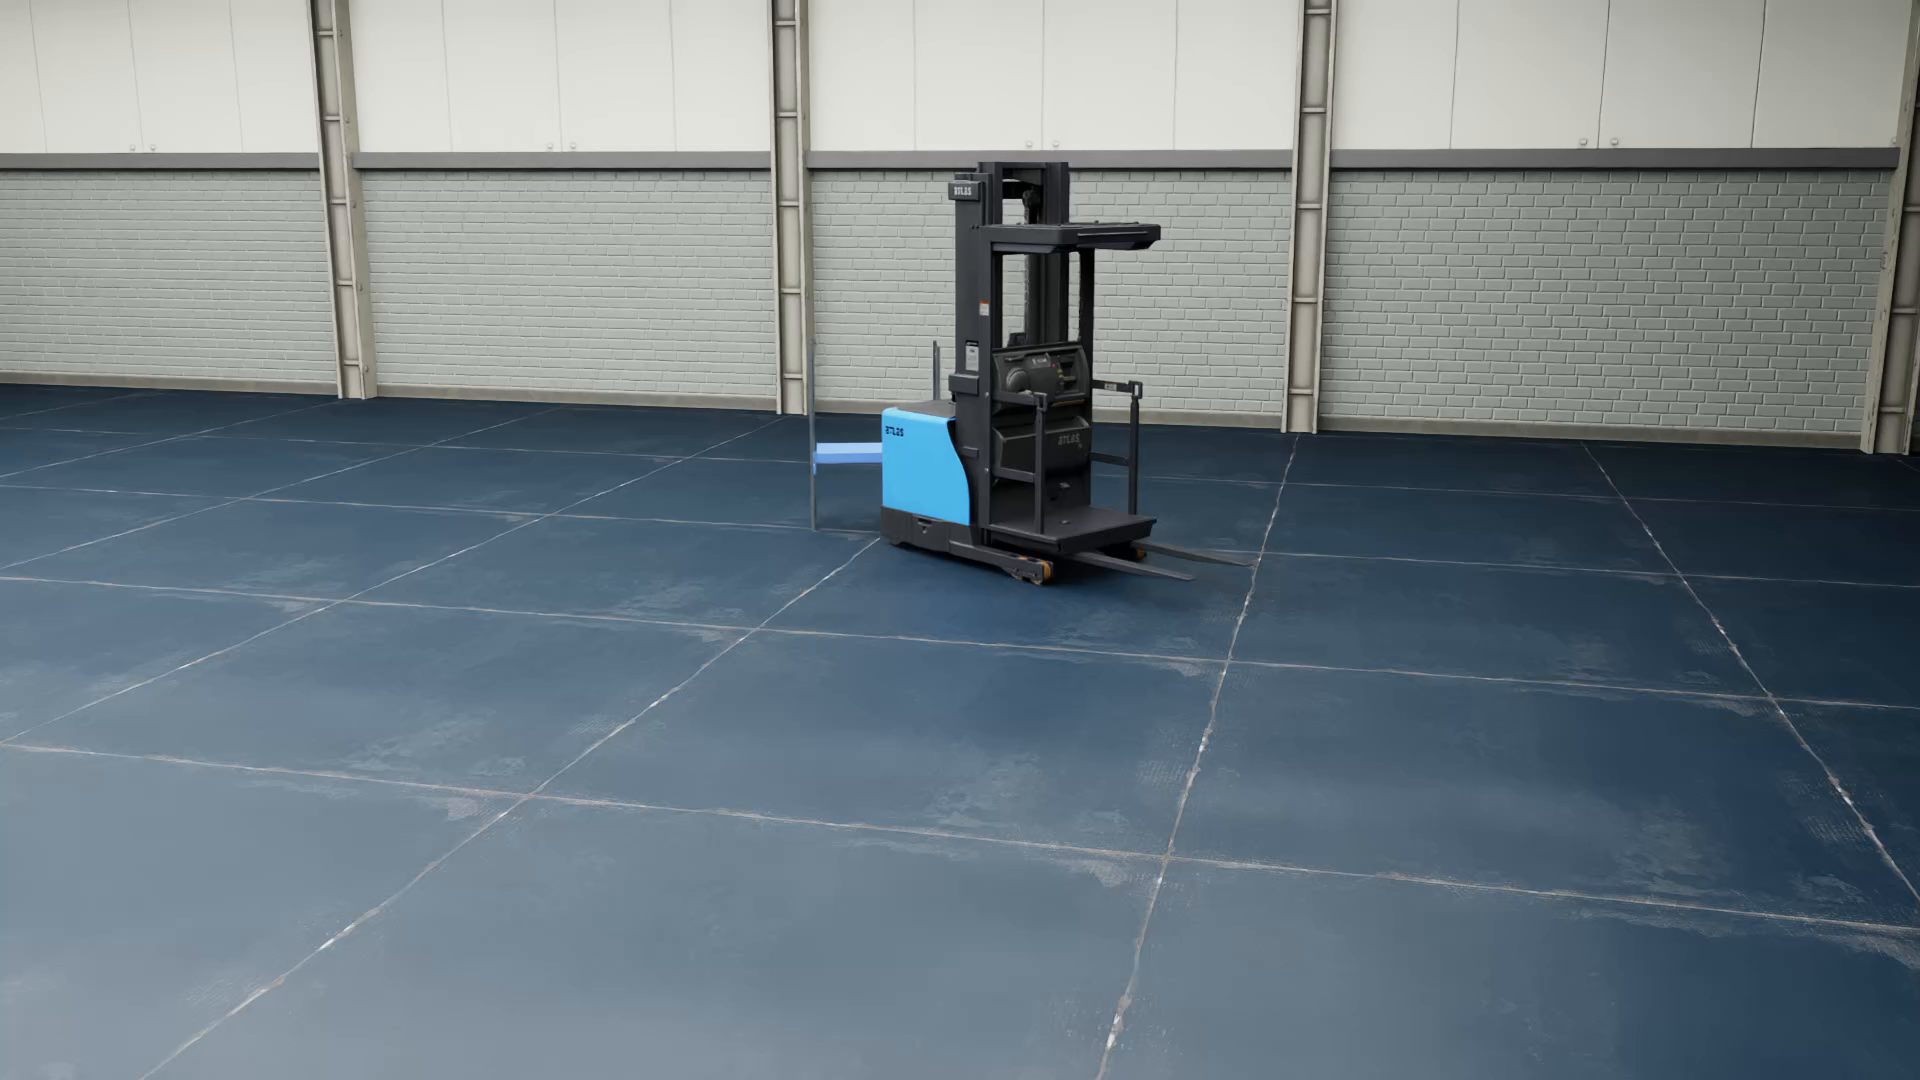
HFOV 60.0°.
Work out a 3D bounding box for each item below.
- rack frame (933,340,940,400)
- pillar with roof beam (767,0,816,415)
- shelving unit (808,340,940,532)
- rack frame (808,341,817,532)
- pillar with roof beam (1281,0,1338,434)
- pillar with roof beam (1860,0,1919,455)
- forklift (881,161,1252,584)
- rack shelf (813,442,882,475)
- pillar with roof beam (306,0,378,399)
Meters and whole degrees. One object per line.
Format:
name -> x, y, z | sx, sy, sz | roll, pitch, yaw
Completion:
rack frame -> -0.191, -0.863, 13.662 | 0.032, 1.500, 0.500 | -1, 13, -4
pillar with roof beam -> -3.019, -5.033, 15.142 | 0.400, 9.000, 9.100 | 3, 13, 14
shelving unit -> -0.698, -0.856, 13.629 | 1.048, 1.500, 0.538 | -1, 13, -4
rack frame -> -1.206, -0.849, 13.596 | 0.032, 1.500, 0.500 | -1, 13, -4
pillar with roof beam -> 2.806, -4.721, 13.739 | 0.400, 9.000, 9.100 | 3, 13, 14
pillar with roof beam -> 8.631, -4.410, 12.335 | 0.400, 9.000, 9.100 | 3, 13, 14
forklift -> 0.746, -1.239, 12.054 | 1.130, 2.935, 3.031 | -11, 17, -41
rack shelf -> -0.698, -0.680, 13.668 | 1.000, 0.185, 0.538 | -1, 13, -4
pillar with roof beam -> -8.844, -5.344, 16.545 | 0.400, 9.000, 9.100 | 3, 13, 14
